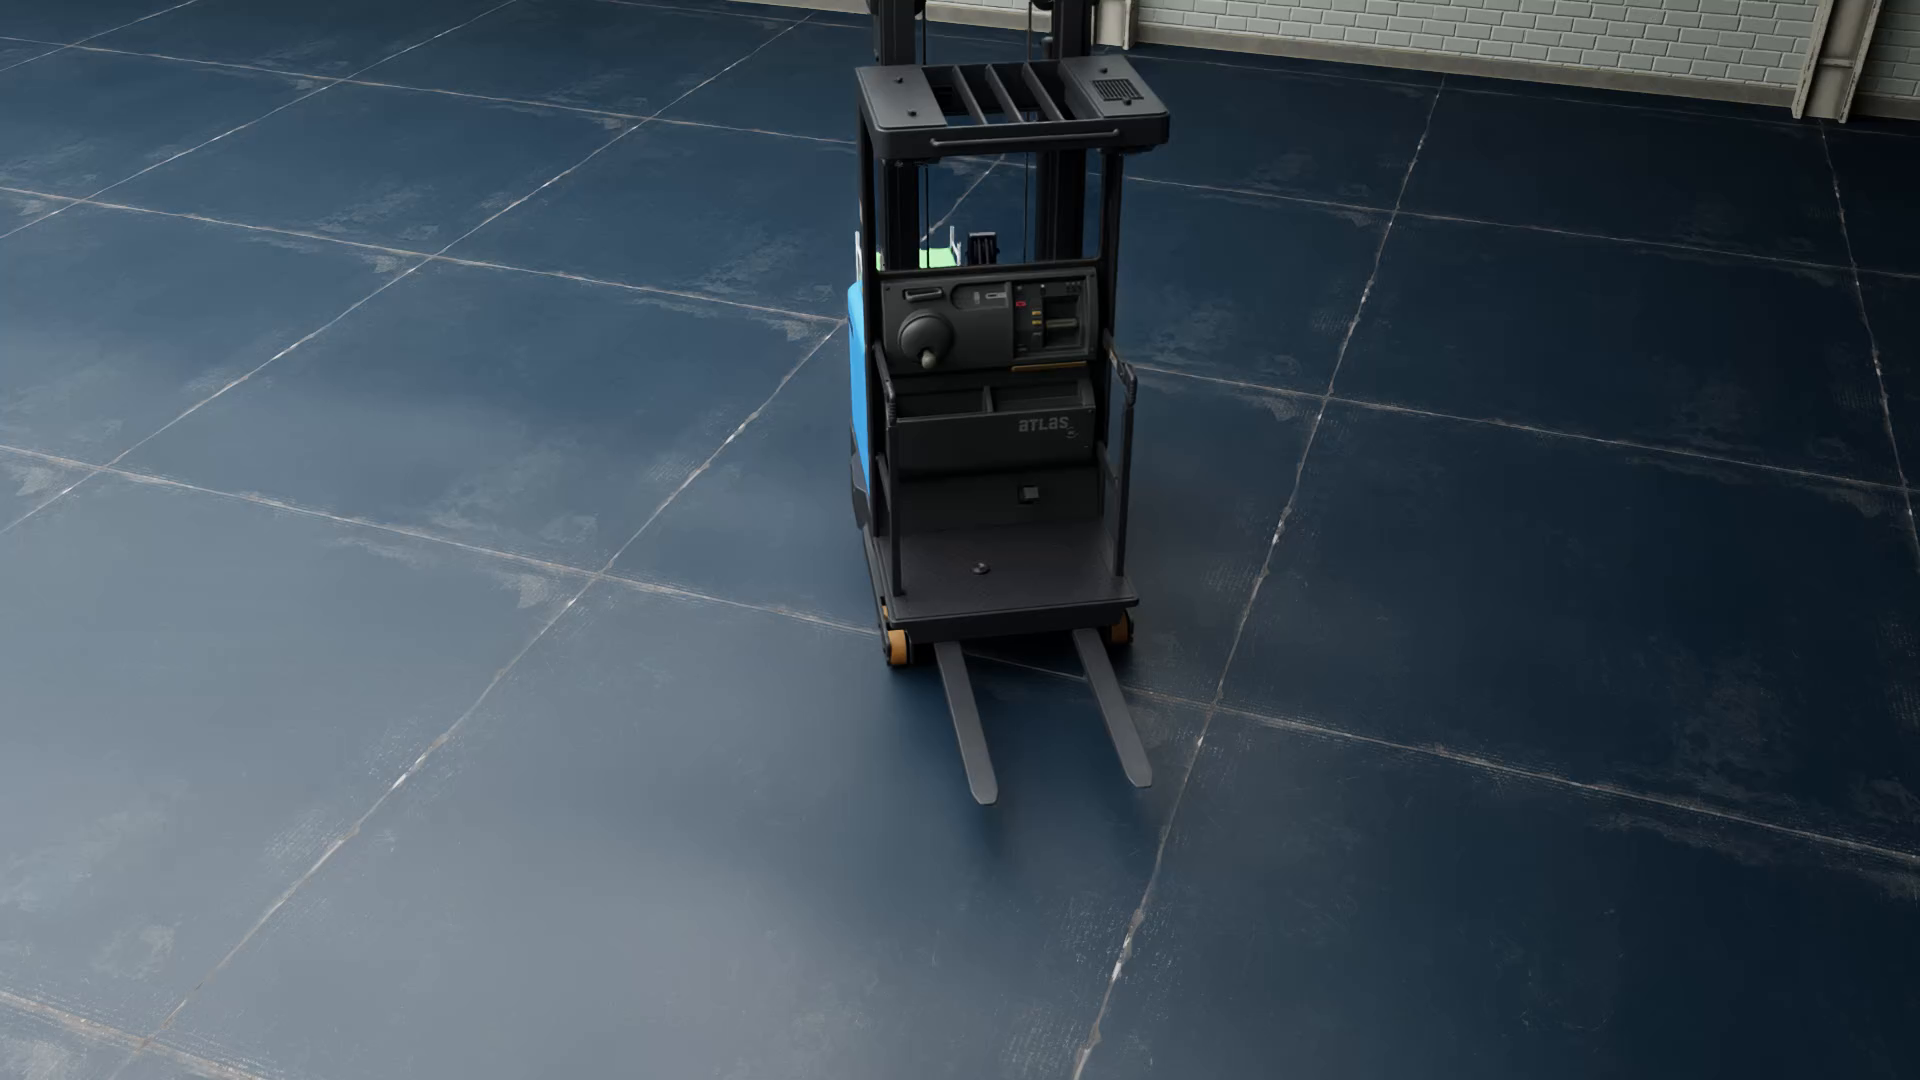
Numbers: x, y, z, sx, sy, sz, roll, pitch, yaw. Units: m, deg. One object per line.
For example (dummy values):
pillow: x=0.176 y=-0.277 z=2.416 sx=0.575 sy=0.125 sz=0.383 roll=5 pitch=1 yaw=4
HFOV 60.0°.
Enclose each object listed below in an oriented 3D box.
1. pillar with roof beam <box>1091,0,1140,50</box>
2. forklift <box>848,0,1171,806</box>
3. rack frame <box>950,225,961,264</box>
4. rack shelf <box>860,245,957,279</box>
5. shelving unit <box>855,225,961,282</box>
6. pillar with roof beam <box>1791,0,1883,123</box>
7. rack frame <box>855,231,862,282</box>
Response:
pillar with roof beam: x=-0.046 y=-6.174 z=9.517 sx=0.400 sy=9.000 sz=9.100 roll=11 pitch=34 yaw=16
forklift: x=0.168 y=-0.882 z=6.913 sx=1.130 sy=2.935 sz=3.031 roll=-5 pitch=33 yaw=-8
rack frame: x=-0.025 y=-1.050 z=8.770 sx=0.015 sy=1.200 sz=0.240 roll=-5 pitch=33 yaw=-8
rack shelf: x=-0.265 y=-1.378 z=8.510 sx=0.480 sy=0.148 sz=0.258 roll=-5 pitch=33 yaw=-8
shelving unit: x=-0.265 y=-1.028 z=8.736 sx=0.503 sy=1.200 sz=0.258 roll=-5 pitch=33 yaw=-8
pillar with roof beam: x=5.602 y=-5.076 z=7.816 sx=0.400 sy=9.000 sz=9.100 roll=11 pitch=34 yaw=16
rack frame: x=-0.506 y=-1.006 z=8.702 sx=0.015 sy=1.200 sz=0.240 roll=-5 pitch=33 yaw=-8
